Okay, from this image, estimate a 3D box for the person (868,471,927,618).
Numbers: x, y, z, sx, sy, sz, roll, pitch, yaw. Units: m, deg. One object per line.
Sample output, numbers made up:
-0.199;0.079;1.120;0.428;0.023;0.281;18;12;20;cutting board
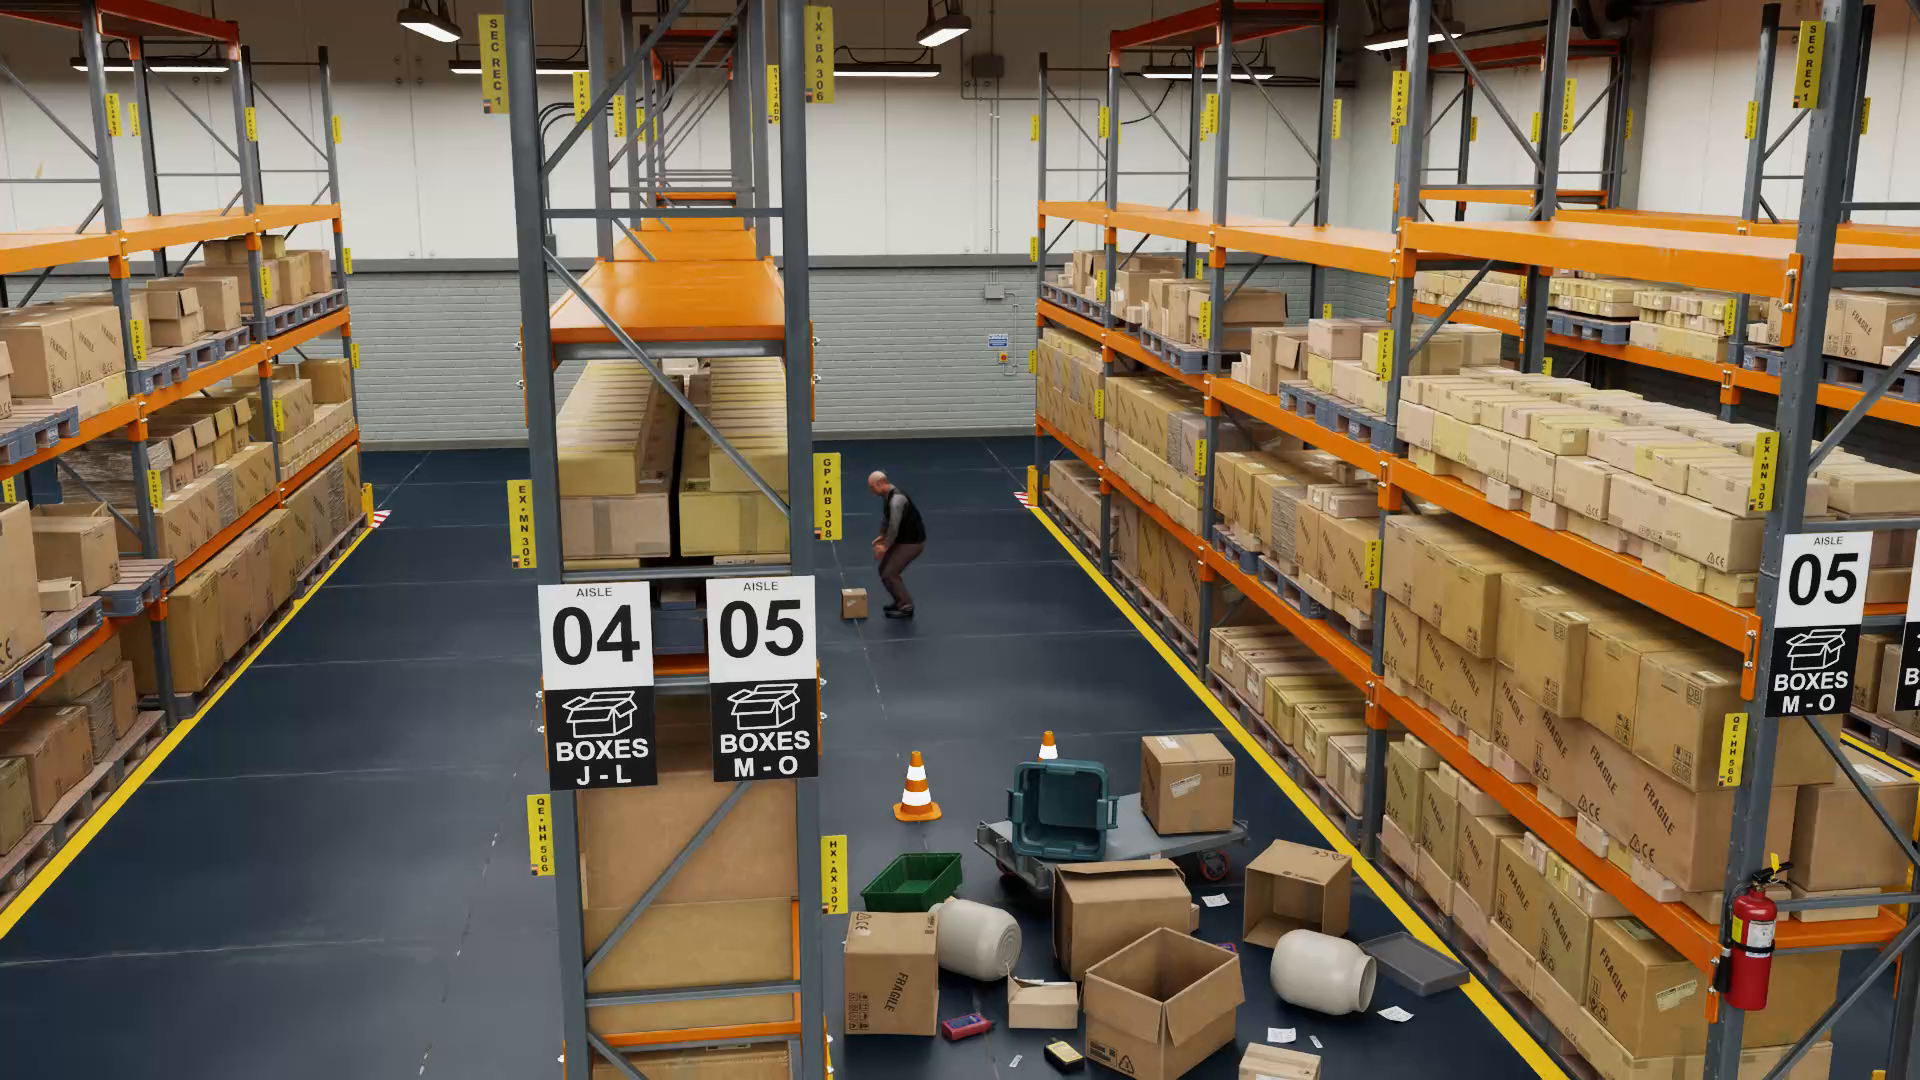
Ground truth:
-0.652;0.033;17.326;0.602;1.538;0.586;-2;13;-8;person
